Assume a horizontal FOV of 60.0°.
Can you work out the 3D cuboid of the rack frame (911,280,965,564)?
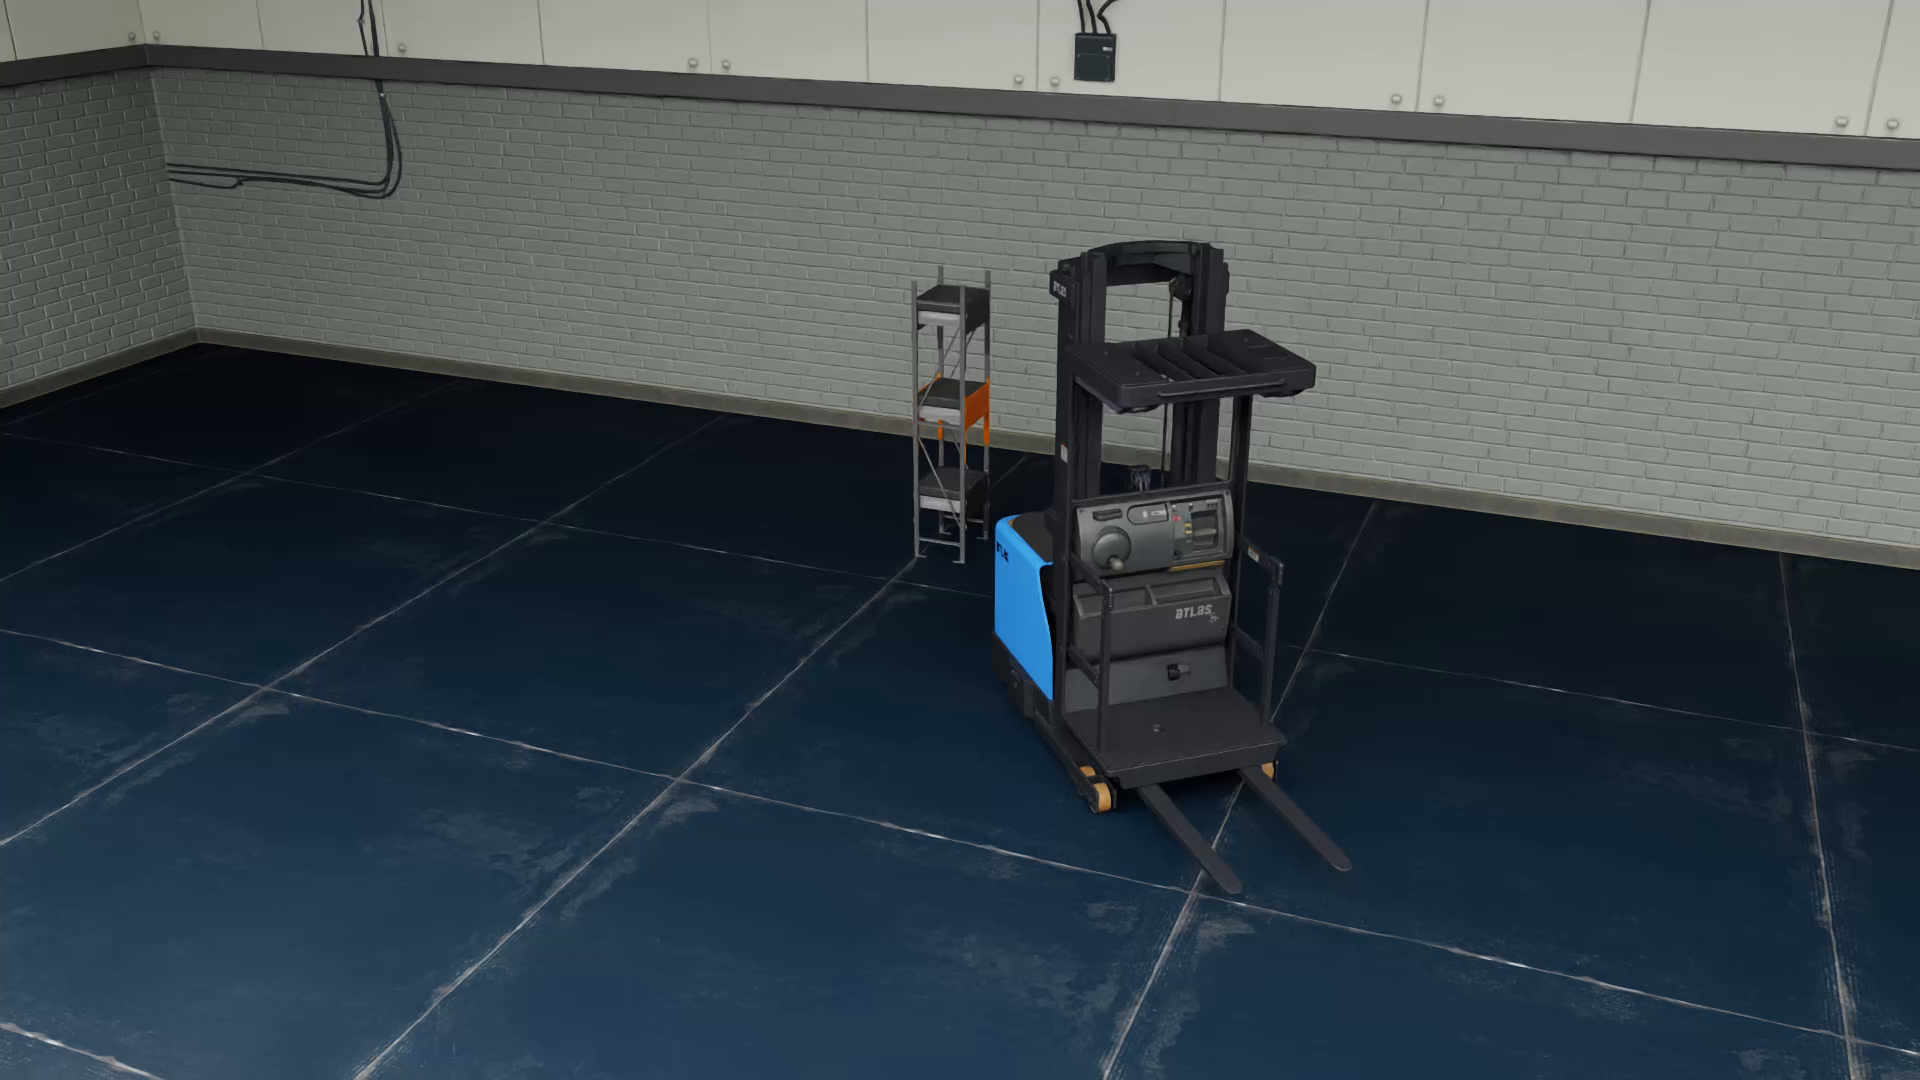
[{"bbox_3d":[-0.152,-0.822,11.994,0.400,2.100,0.015,9,24,20],"label":"rack frame"}]

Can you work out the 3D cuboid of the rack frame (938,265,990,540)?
[{"bbox_3d":[0.029,-0.997,12.413,0.400,2.100,0.015,9,24,20],"label":"rack frame"}]

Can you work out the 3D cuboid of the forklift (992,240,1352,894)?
[{"bbox_3d":[1.153,-0.026,9.009,1.130,2.935,3.031,-7,24,-17],"label":"forklift"}]

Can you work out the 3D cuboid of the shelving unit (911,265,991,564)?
[{"bbox_3d":[-0.062,-0.910,12.203,0.431,2.100,0.503,9,24,20],"label":"shelving unit"}]

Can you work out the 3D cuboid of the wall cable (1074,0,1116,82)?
[{"bbox_3d":[1.986,-6.263,11.657,2.305,6.003,0.169,9,24,20],"label":"wall cable"}]

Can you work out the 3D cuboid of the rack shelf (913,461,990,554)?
[{"bbox_3d":[-0.061,-0.251,12.479,0.431,0.518,0.480,9,24,20],"label":"rack shelf"}]

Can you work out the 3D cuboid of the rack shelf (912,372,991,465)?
[{"bbox_3d":[-0.062,-0.897,12.209,0.431,0.518,0.480,9,24,20],"label":"rack shelf"}]

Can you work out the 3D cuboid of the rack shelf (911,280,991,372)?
[{"bbox_3d":[-0.062,-1.543,11.939,0.431,0.518,0.480,9,24,20],"label":"rack shelf"}]

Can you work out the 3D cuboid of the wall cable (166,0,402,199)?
[{"bbox_3d":[-6.822,-4.626,16.179,3.097,2.526,0.112,9,24,20],"label":"wall cable"}]
